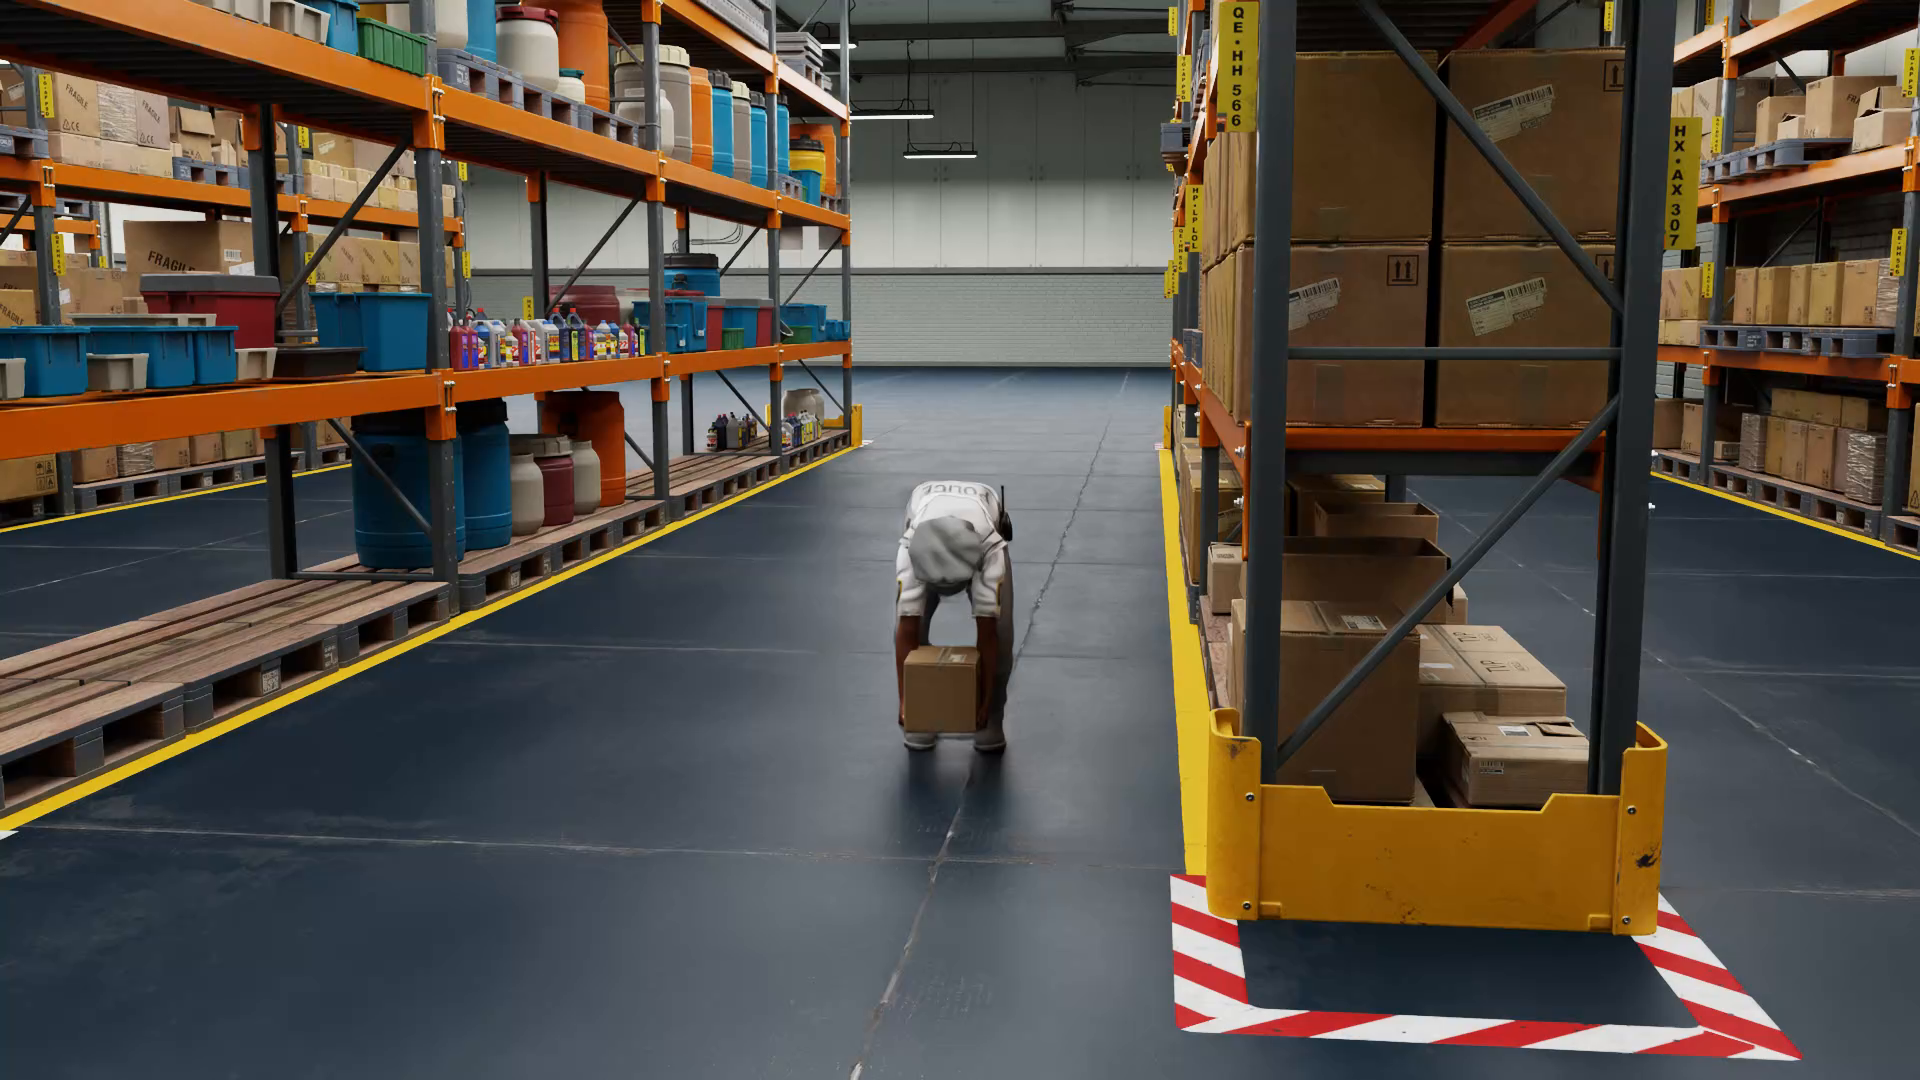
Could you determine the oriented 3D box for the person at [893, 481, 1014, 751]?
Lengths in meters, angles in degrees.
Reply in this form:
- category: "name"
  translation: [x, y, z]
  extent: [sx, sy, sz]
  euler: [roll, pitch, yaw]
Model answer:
- category: "person"
  translation: [-0.029, 0.304, 6.037]
  extent: [0.449, 1.000, 0.932]
  euler: [0, 8, 4]
